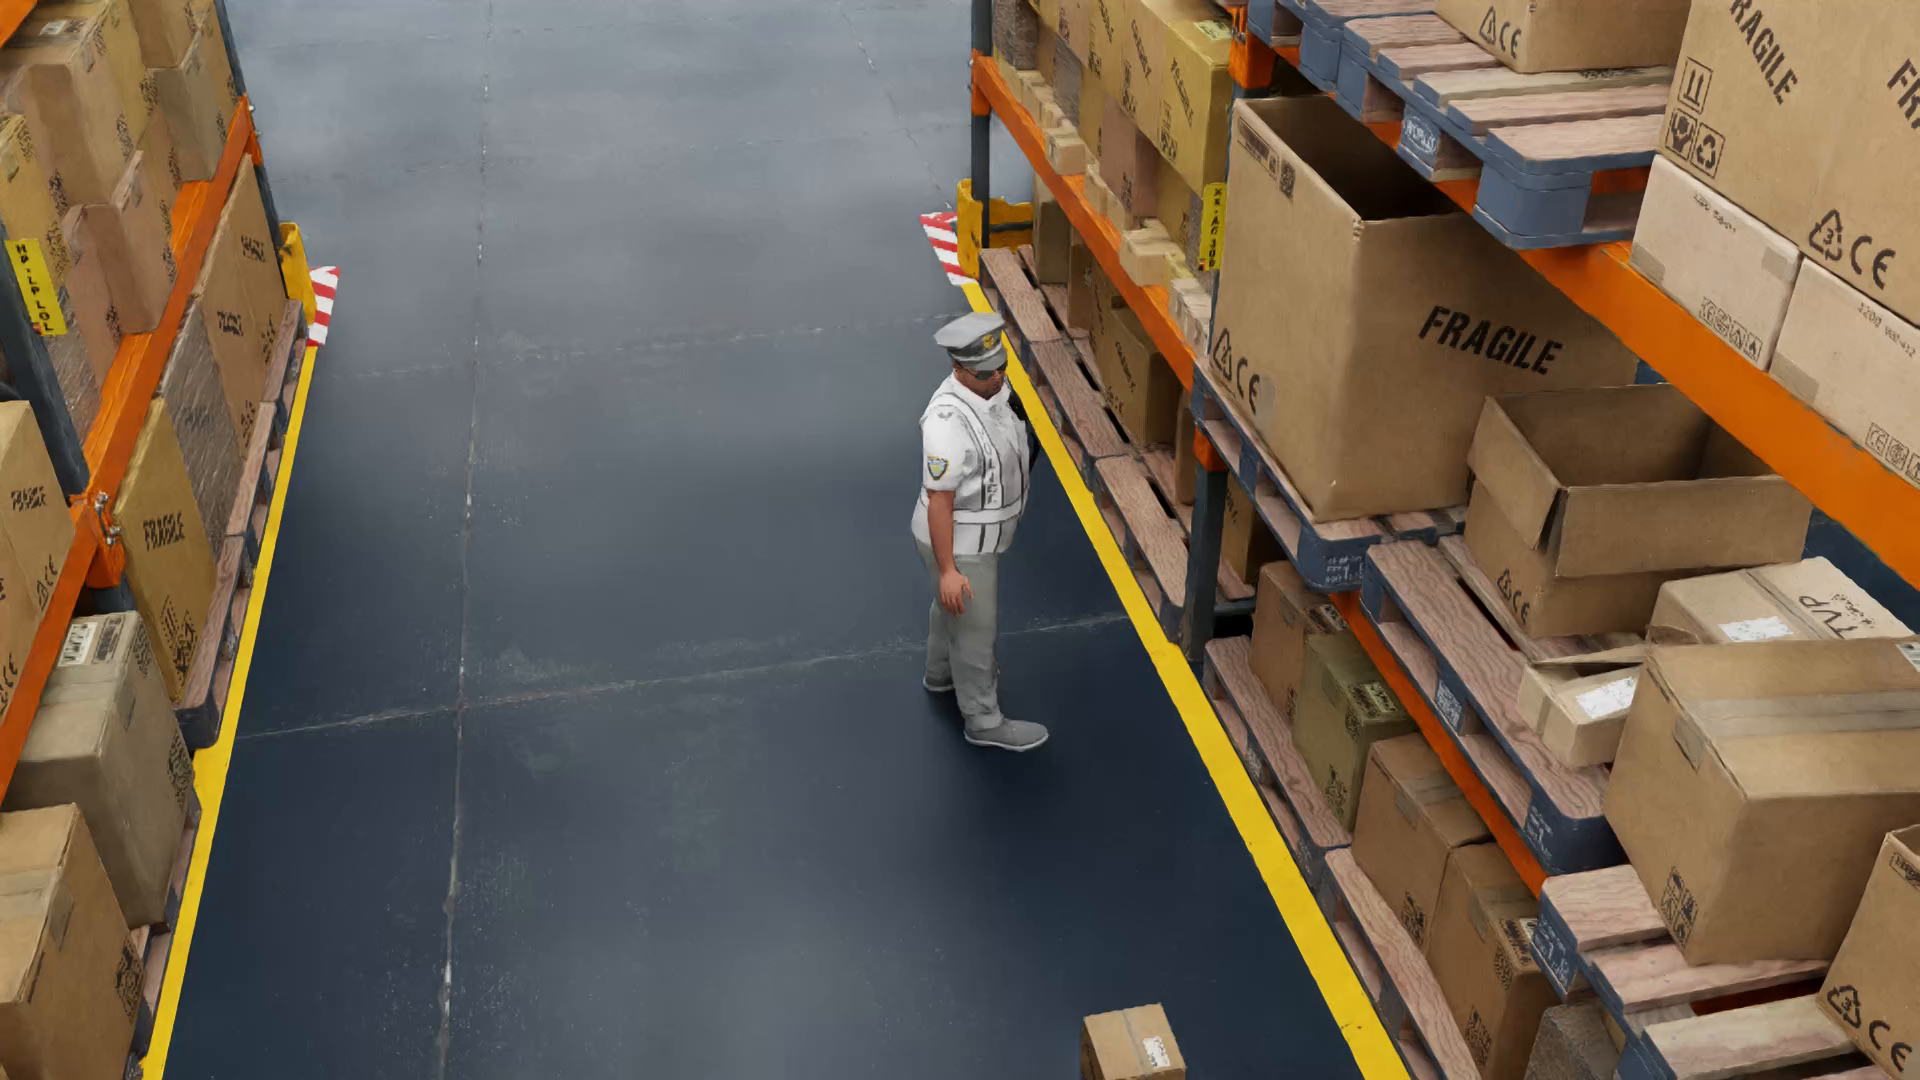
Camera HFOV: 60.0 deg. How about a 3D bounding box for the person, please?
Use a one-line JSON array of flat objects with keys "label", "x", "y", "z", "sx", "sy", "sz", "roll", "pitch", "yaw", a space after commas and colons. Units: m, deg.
[{"label": "person", "x": 0.092, "y": -0.017, "z": 6.117, "sx": 0.577, "sy": 1.755, "sz": 0.638, "roll": 10, "pitch": 35, "yaw": 14}]
